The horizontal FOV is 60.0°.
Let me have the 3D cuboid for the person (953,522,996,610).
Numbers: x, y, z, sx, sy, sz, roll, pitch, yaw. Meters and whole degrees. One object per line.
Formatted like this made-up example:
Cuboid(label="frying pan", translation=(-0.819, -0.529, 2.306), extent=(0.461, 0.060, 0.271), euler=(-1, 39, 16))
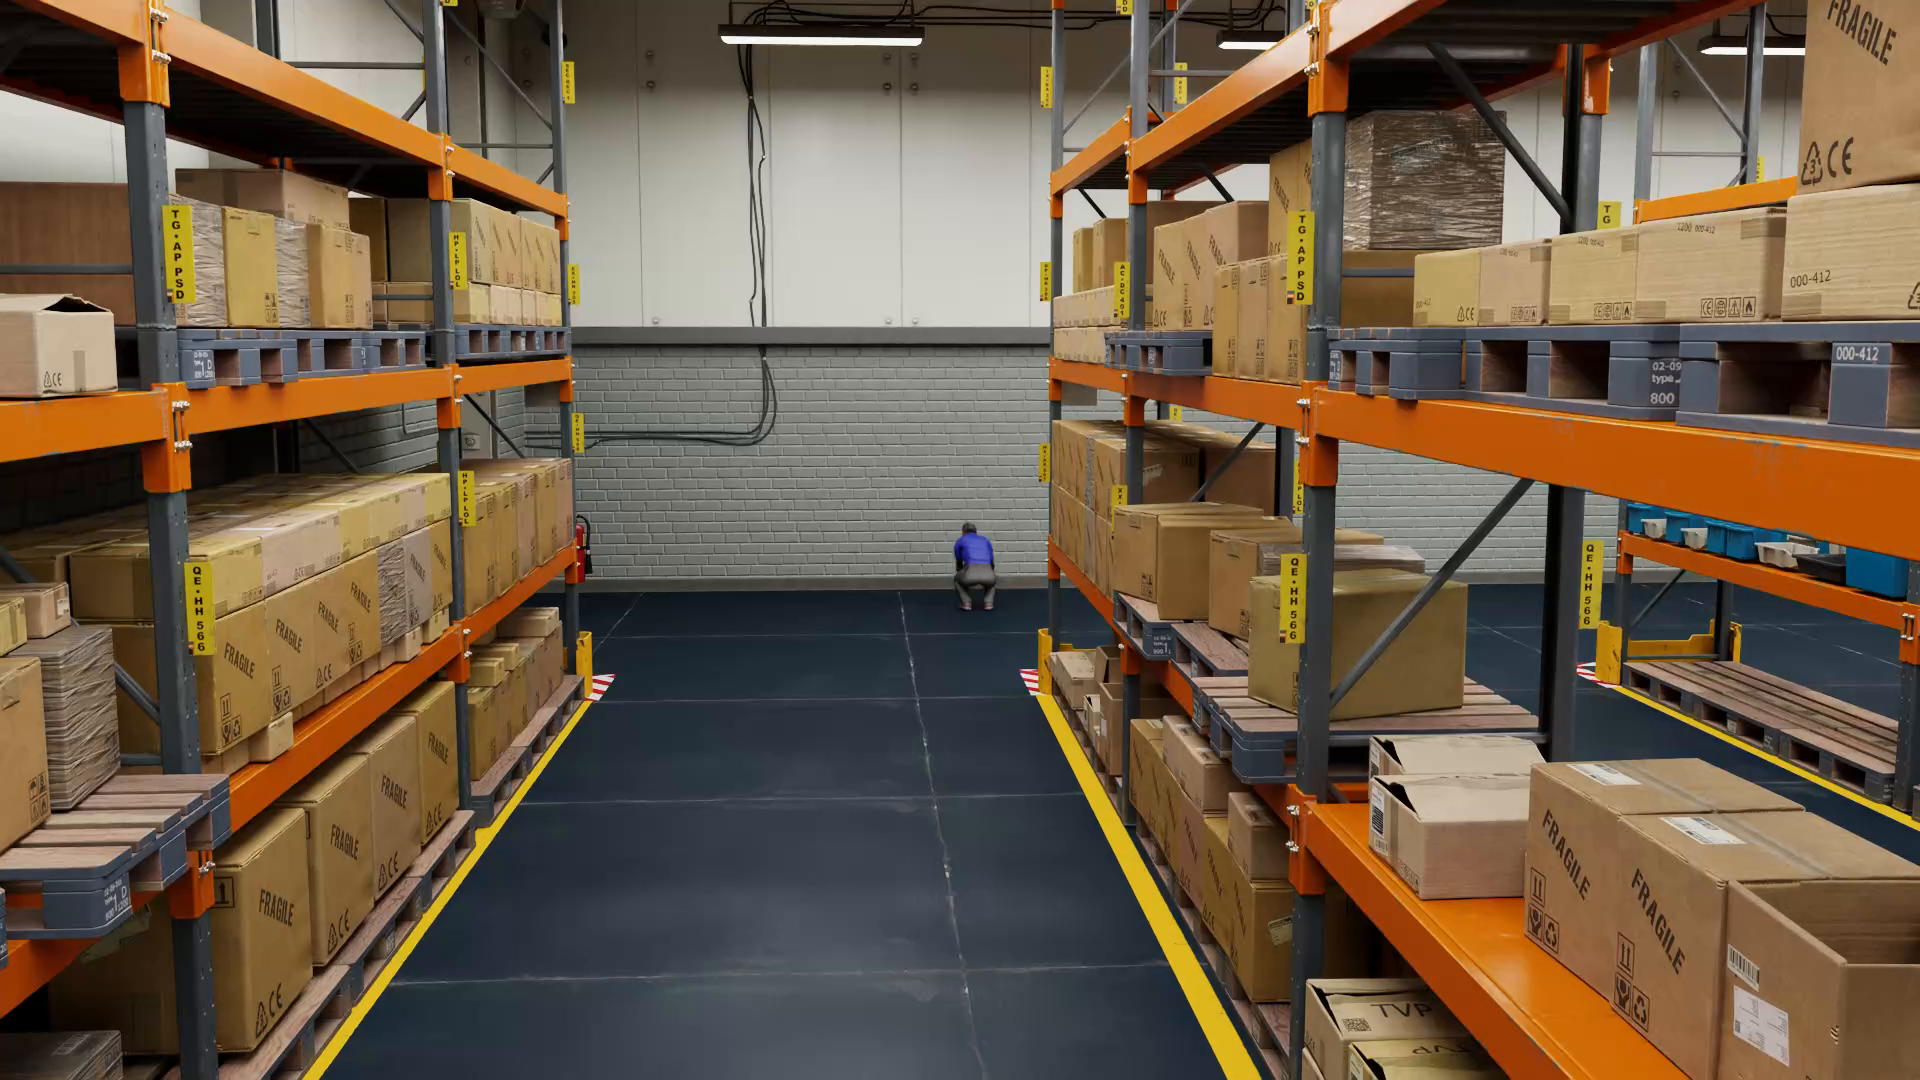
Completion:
Cuboid(label="person", translation=(0.167, 0.290, 18.456), extent=(0.471, 0.934, 0.839), euler=(-1, 7, -5))
